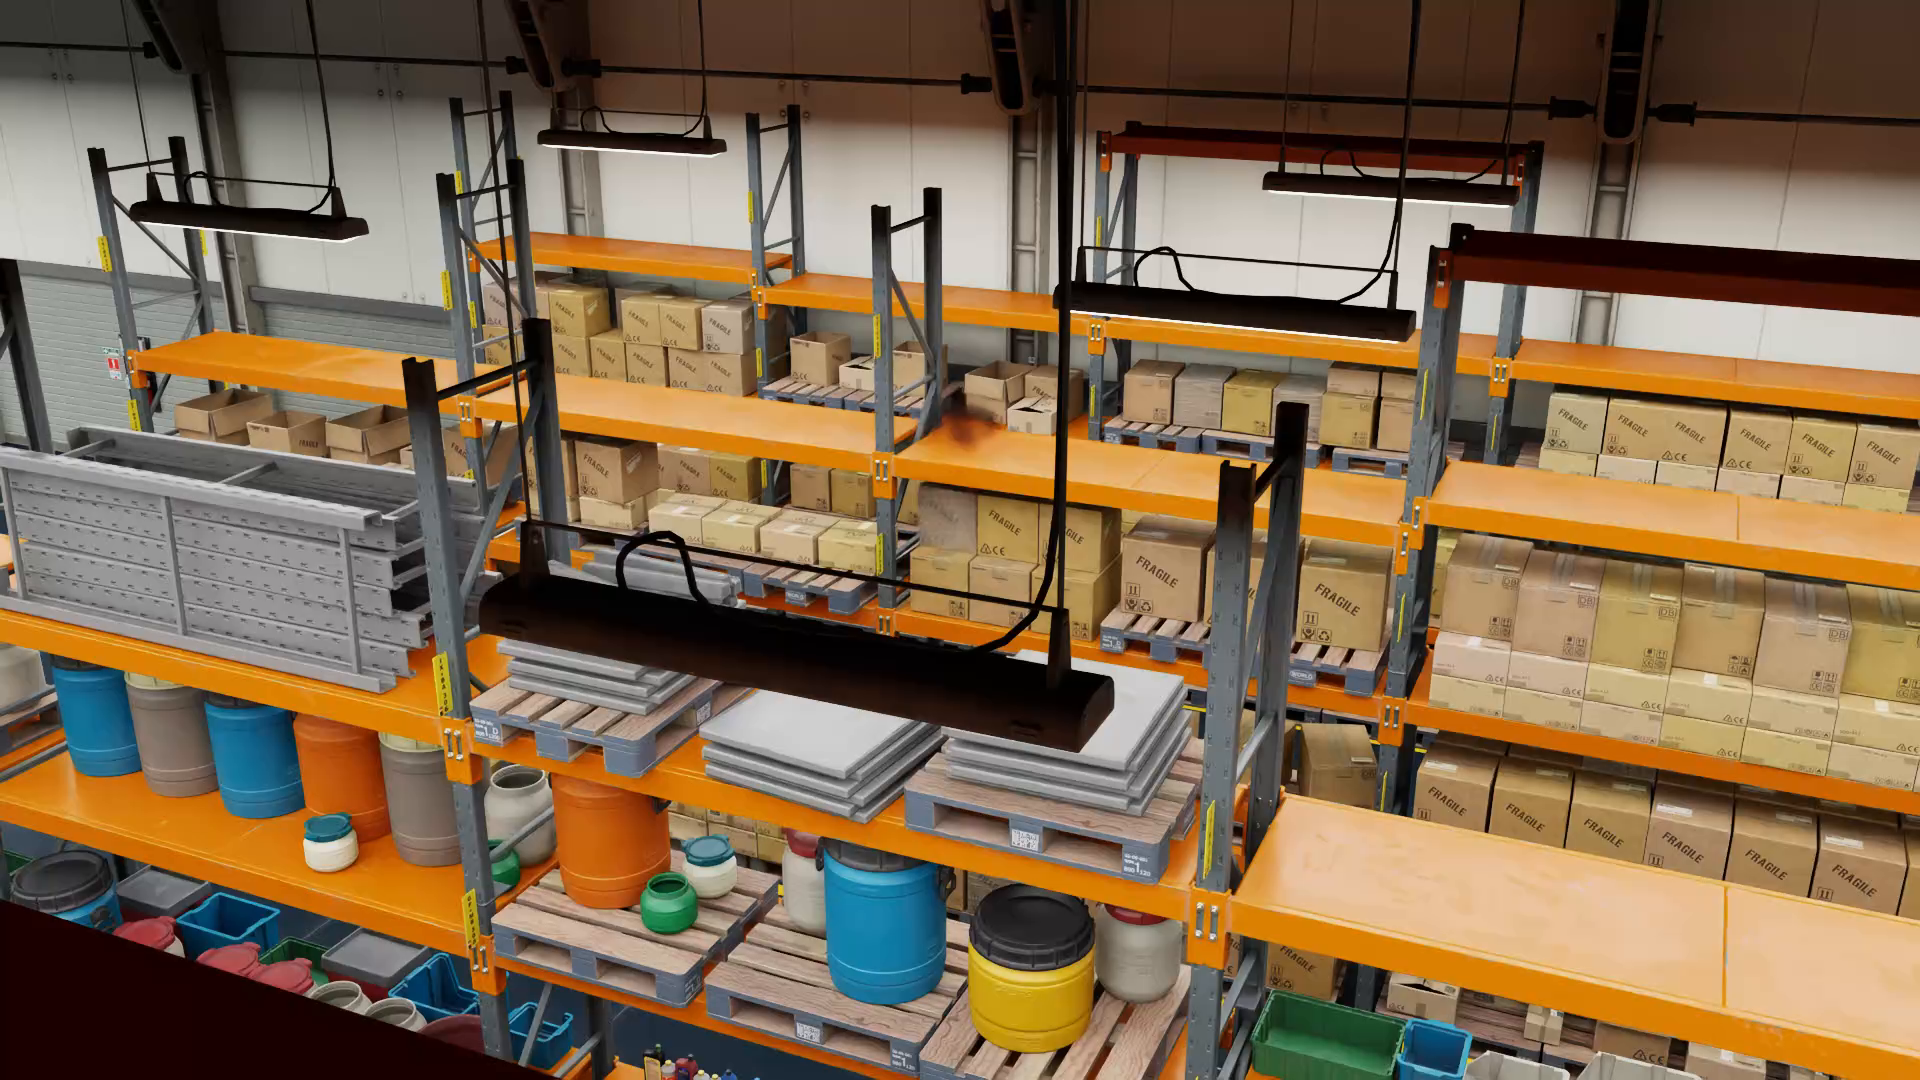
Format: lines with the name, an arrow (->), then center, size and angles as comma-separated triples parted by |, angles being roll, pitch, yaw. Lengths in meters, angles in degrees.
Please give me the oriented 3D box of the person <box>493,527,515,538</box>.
person -> -5.339, 0.321, 19.307 | 0.582, 1.759, 0.544 | -14, 25, -32
